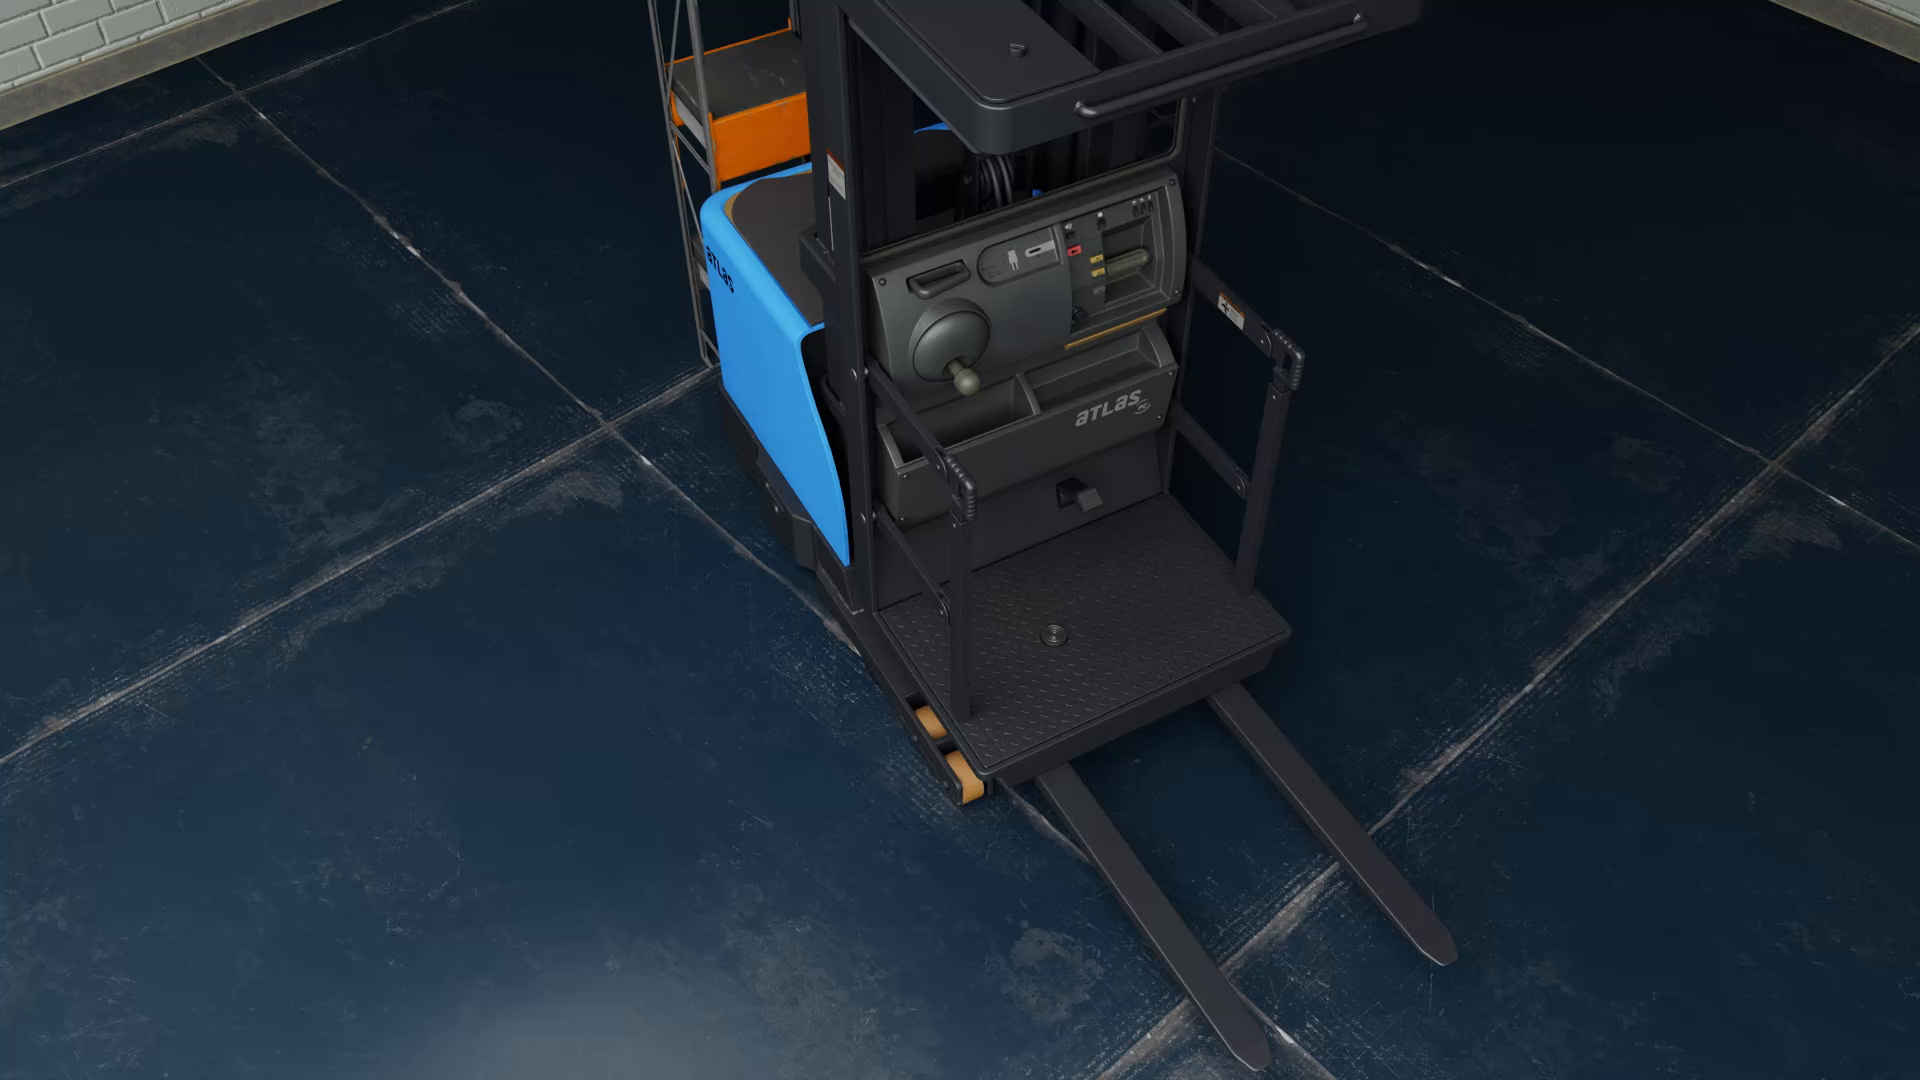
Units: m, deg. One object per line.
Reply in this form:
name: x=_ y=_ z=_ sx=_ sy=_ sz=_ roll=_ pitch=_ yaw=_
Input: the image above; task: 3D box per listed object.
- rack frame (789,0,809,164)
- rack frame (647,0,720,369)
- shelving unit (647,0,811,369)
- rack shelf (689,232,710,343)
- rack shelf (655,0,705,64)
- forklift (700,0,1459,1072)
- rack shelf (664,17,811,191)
rack frame: x=-0.469 y=-1.473 z=5.681 sx=0.015 sy=2.100 sz=0.400 roll=-23 pitch=51 yaw=-20
rack frame: x=-0.892 y=-1.295 z=5.516 sx=0.015 sy=2.100 sz=0.400 roll=-23 pitch=51 yaw=-20
shelving unit: x=-0.680 y=-1.384 z=5.598 sx=0.503 sy=2.100 sz=0.431 roll=-23 pitch=51 yaw=-20
rack shelf: x=-0.680 y=-0.900 z=6.123 sx=0.480 sy=0.518 sz=0.431 roll=-23 pitch=51 yaw=-20
rack shelf: x=-0.680 y=-1.849 z=5.094 sx=0.480 sy=0.518 sz=0.431 roll=-23 pitch=51 yaw=-20
forklift: x=0.305 y=-0.588 z=4.299 sx=1.130 sy=2.935 sz=3.031 roll=-22 pitch=51 yaw=-19
rack shelf: x=-0.680 y=-1.375 z=5.608 sx=0.480 sy=0.518 sz=0.431 roll=-23 pitch=51 yaw=-20
